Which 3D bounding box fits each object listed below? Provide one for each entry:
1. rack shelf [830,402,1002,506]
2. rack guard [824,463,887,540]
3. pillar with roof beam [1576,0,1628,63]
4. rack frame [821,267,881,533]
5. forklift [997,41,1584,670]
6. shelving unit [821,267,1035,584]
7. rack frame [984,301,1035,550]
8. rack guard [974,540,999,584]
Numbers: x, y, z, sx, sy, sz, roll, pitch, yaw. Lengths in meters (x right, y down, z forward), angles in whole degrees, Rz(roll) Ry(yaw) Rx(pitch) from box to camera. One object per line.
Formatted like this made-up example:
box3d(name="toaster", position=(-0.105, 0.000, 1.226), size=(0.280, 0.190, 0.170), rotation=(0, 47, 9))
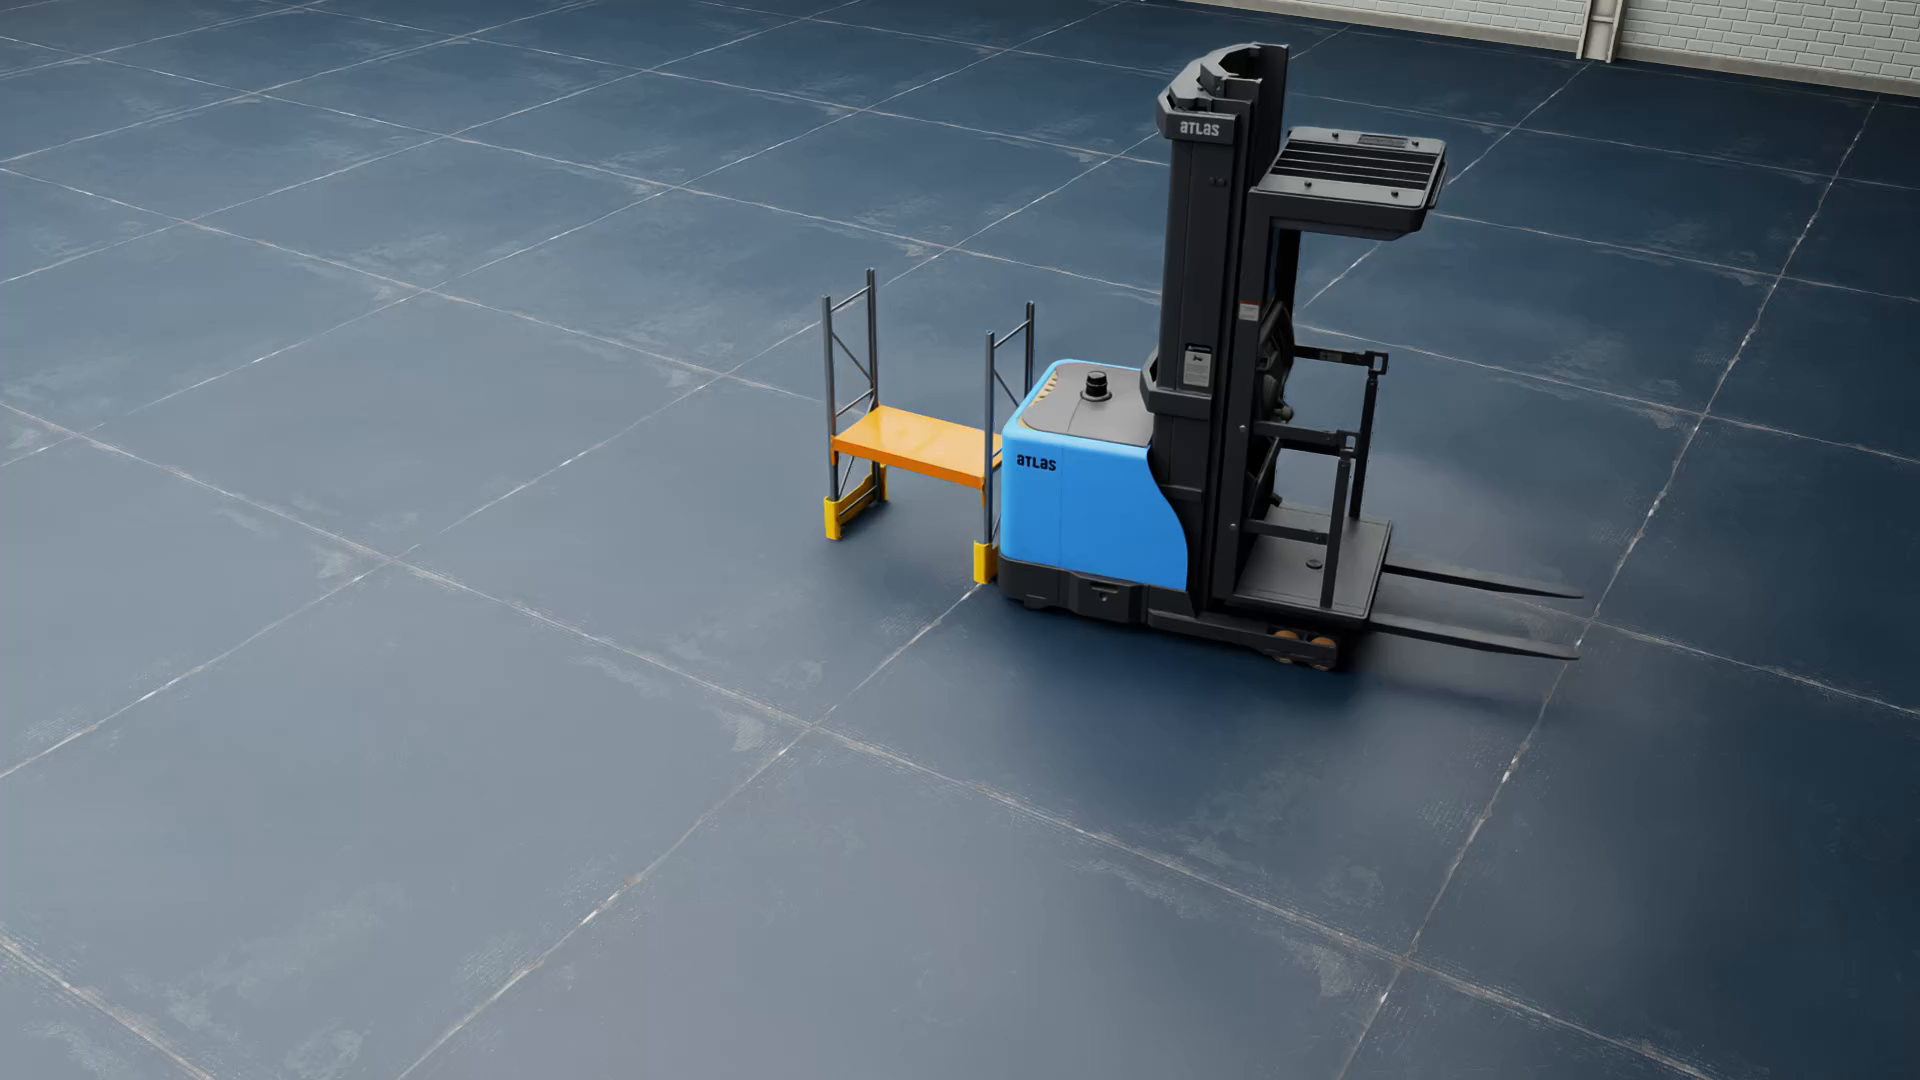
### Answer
box3d(name="rack shelf", position=(-0.175, -0.501, 9.478), size=(1.000, 0.185, 0.538), rotation=(16, 34, 25))
box3d(name="rack guard", position=(-0.617, -0.243, 9.918), size=(0.087, 0.250, 0.587), rotation=(16, 34, 25))
box3d(name="pillar with roof beam", position=(5.133, -7.673, 13.973), size=(0.400, 9.000, 9.100), rotation=(18, 35, 27))
box3d(name="rack frame", position=(-0.618, -0.783, 9.604), size=(0.032, 1.500, 0.500), rotation=(16, 34, 25))
box3d(name="forklift", position=(1.778, -0.897, 8.379), size=(3.031, 2.935, 1.130), rotation=(10, 32, 17))
box3d(name="shelving unit", position=(-0.183, -0.659, 9.391), size=(1.083, 1.500, 0.587), rotation=(16, 34, 25))
box3d(name="rack frame", position=(0.267, -0.531, 9.171), size=(0.032, 1.500, 0.500), rotation=(16, 34, 25))
box3d(name="rack guard", position=(0.250, 0.004, 9.495), size=(0.087, 0.250, 0.587), rotation=(16, 34, 25))
